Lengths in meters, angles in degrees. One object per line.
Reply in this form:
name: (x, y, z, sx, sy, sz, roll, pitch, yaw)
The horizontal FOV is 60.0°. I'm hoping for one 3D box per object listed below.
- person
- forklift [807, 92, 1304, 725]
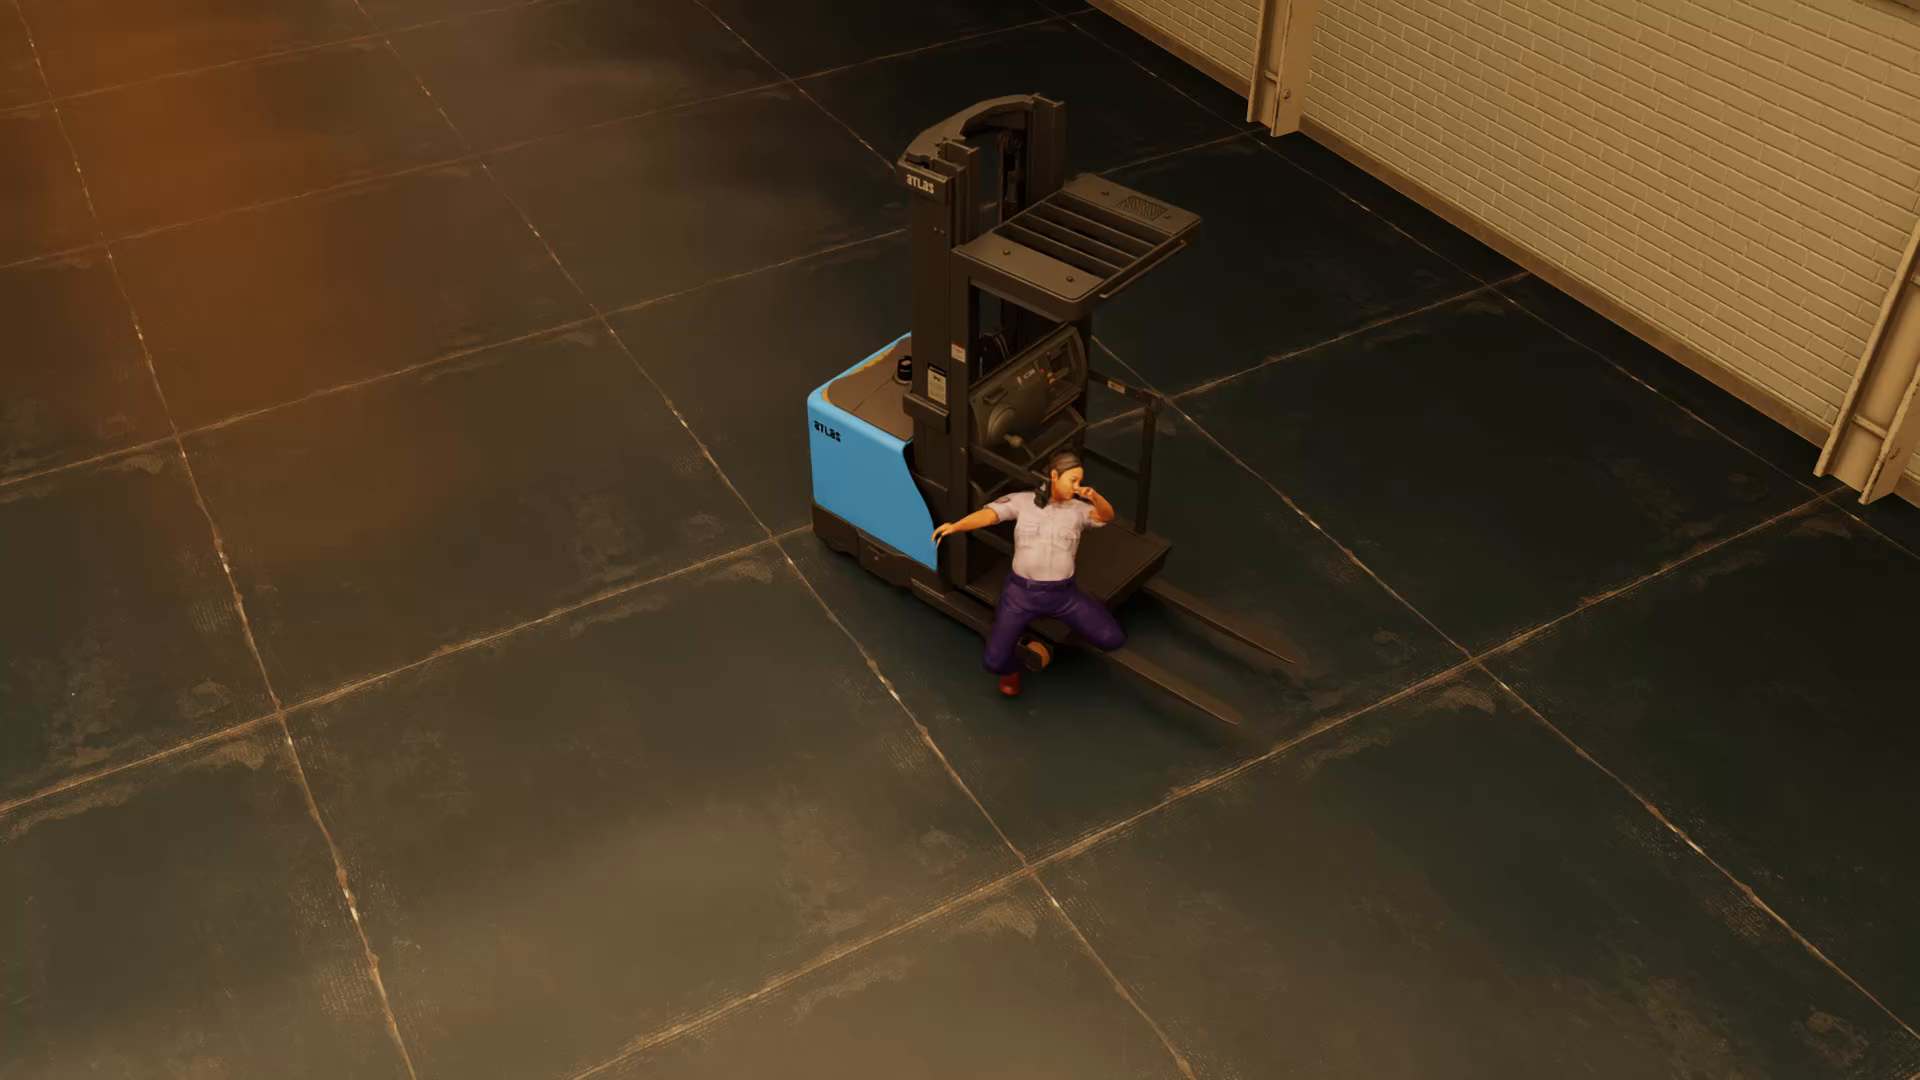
person: (0.351, 0.180, 8.891, 1.056, 1.513, 0.629, -5, 40, -6)
forklift: (0.539, -0.767, 8.961, 3.031, 2.935, 1.130, 29, 48, 30)
